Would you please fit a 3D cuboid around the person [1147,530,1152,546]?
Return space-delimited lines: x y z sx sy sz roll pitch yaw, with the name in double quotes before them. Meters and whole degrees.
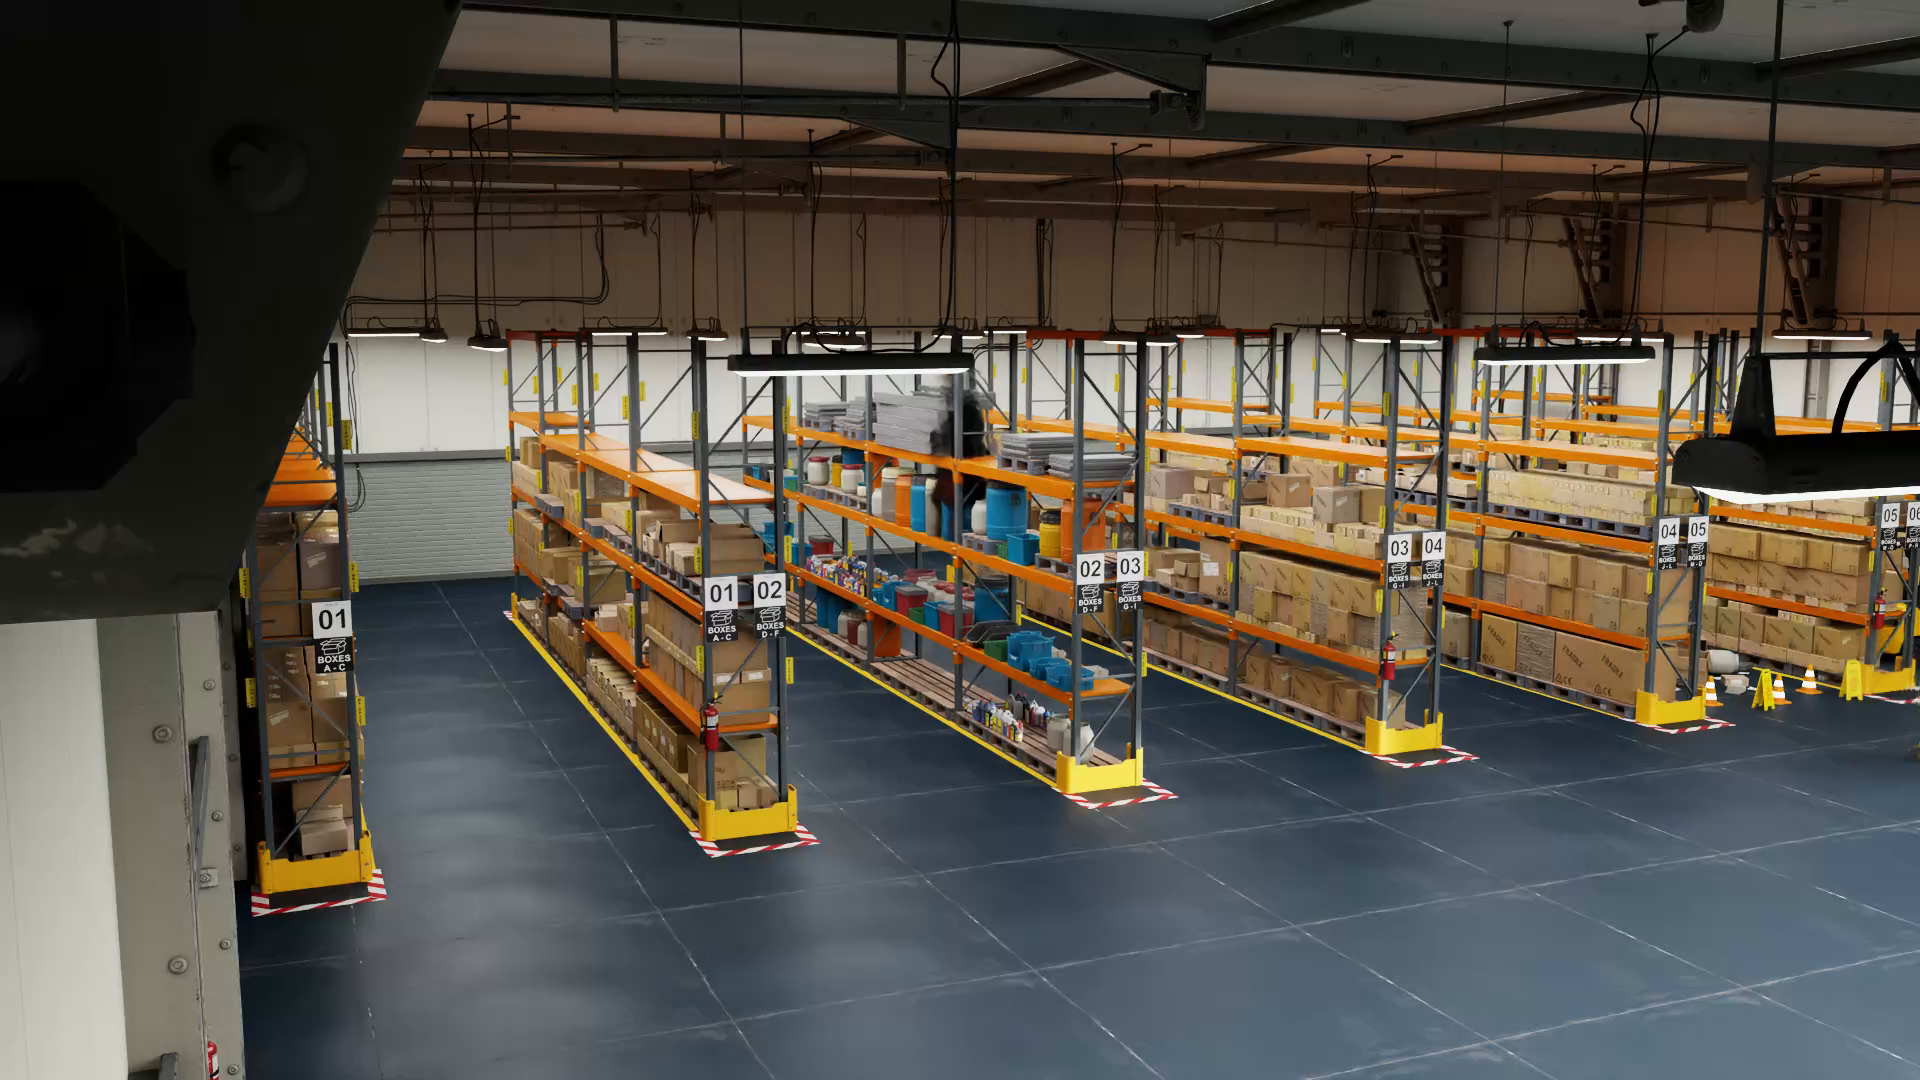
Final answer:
"person" 4.662 -0.212 41.985 0.579 1.754 0.747 7 10 40
